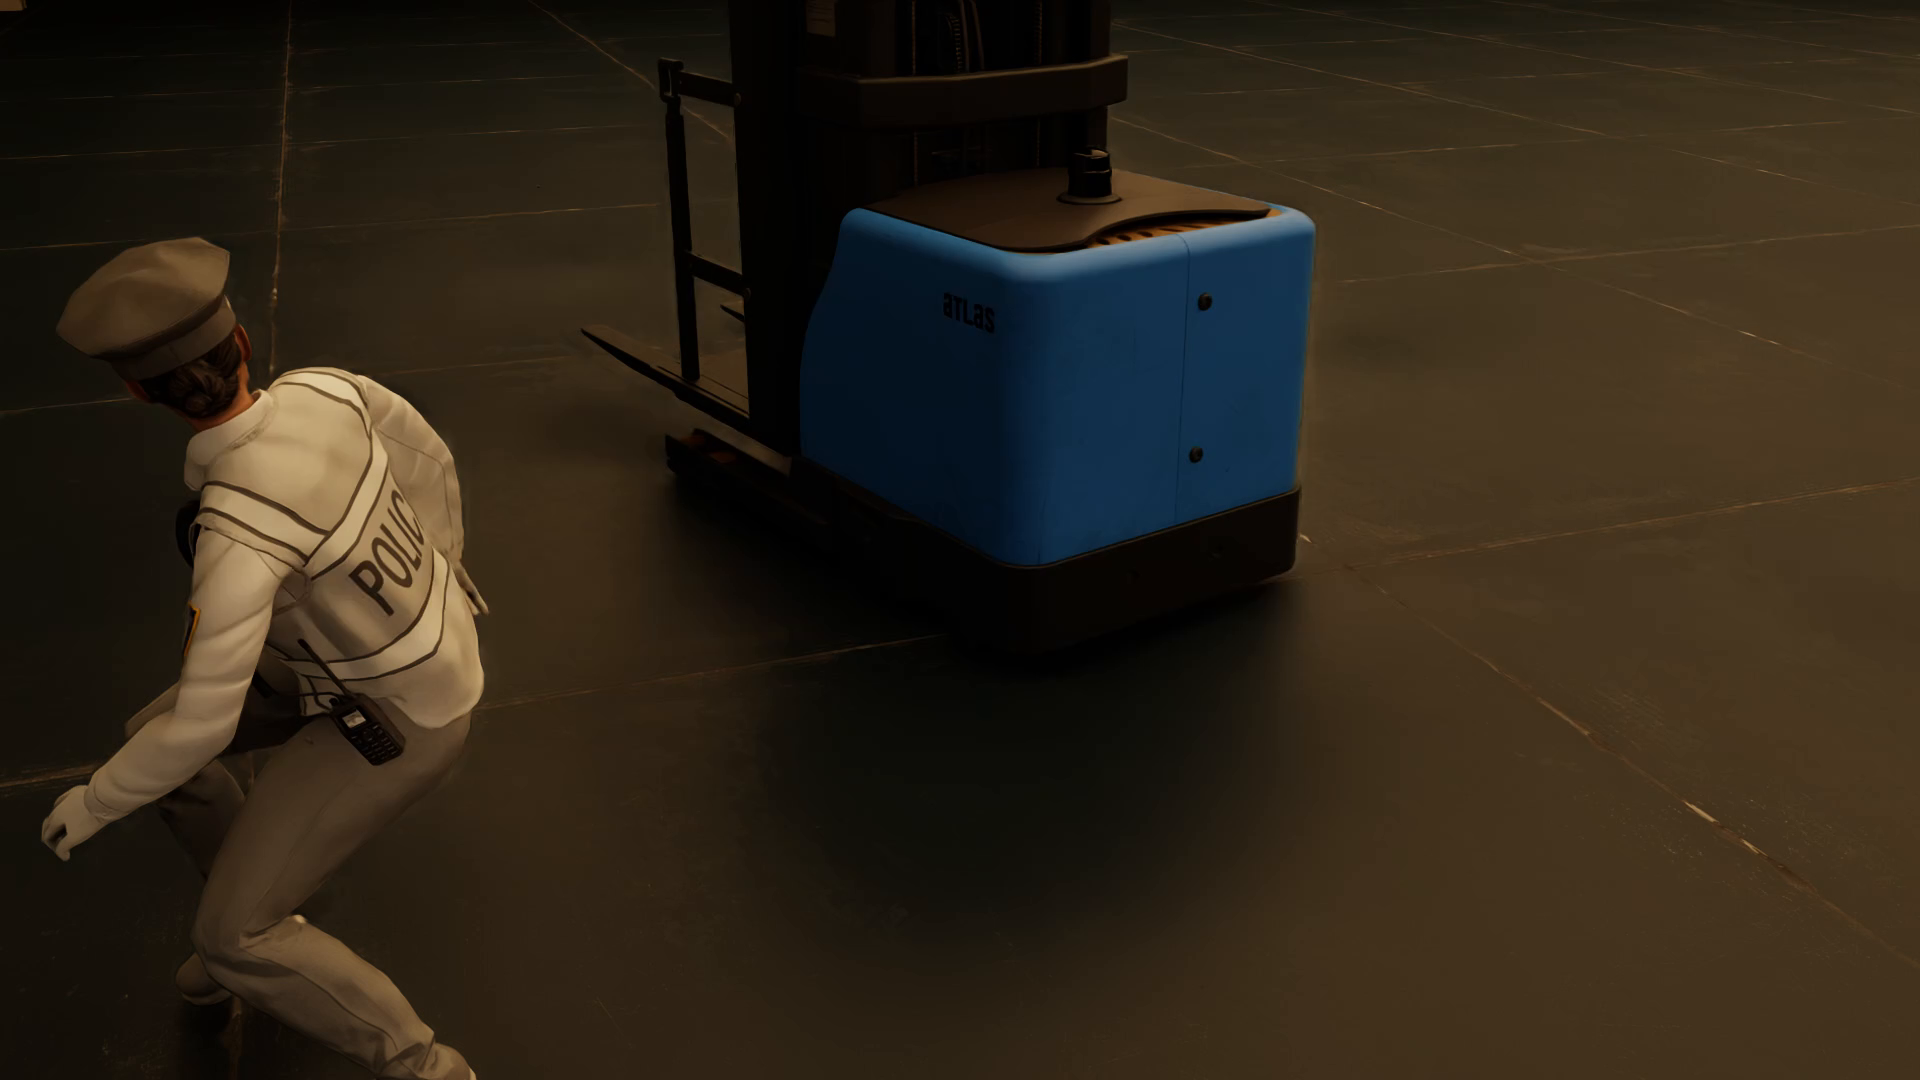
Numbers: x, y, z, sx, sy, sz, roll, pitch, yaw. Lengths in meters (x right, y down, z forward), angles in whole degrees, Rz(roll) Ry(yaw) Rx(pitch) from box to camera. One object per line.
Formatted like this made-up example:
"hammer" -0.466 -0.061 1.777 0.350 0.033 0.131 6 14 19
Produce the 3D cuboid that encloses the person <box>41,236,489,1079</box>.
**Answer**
"person" -1.111 0.234 2.686 0.659 1.468 0.714 -5 23 -12

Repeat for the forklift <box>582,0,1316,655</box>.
"forklift" -0.316 -1.572 5.037 1.130 2.935 3.031 -16 27 -33
